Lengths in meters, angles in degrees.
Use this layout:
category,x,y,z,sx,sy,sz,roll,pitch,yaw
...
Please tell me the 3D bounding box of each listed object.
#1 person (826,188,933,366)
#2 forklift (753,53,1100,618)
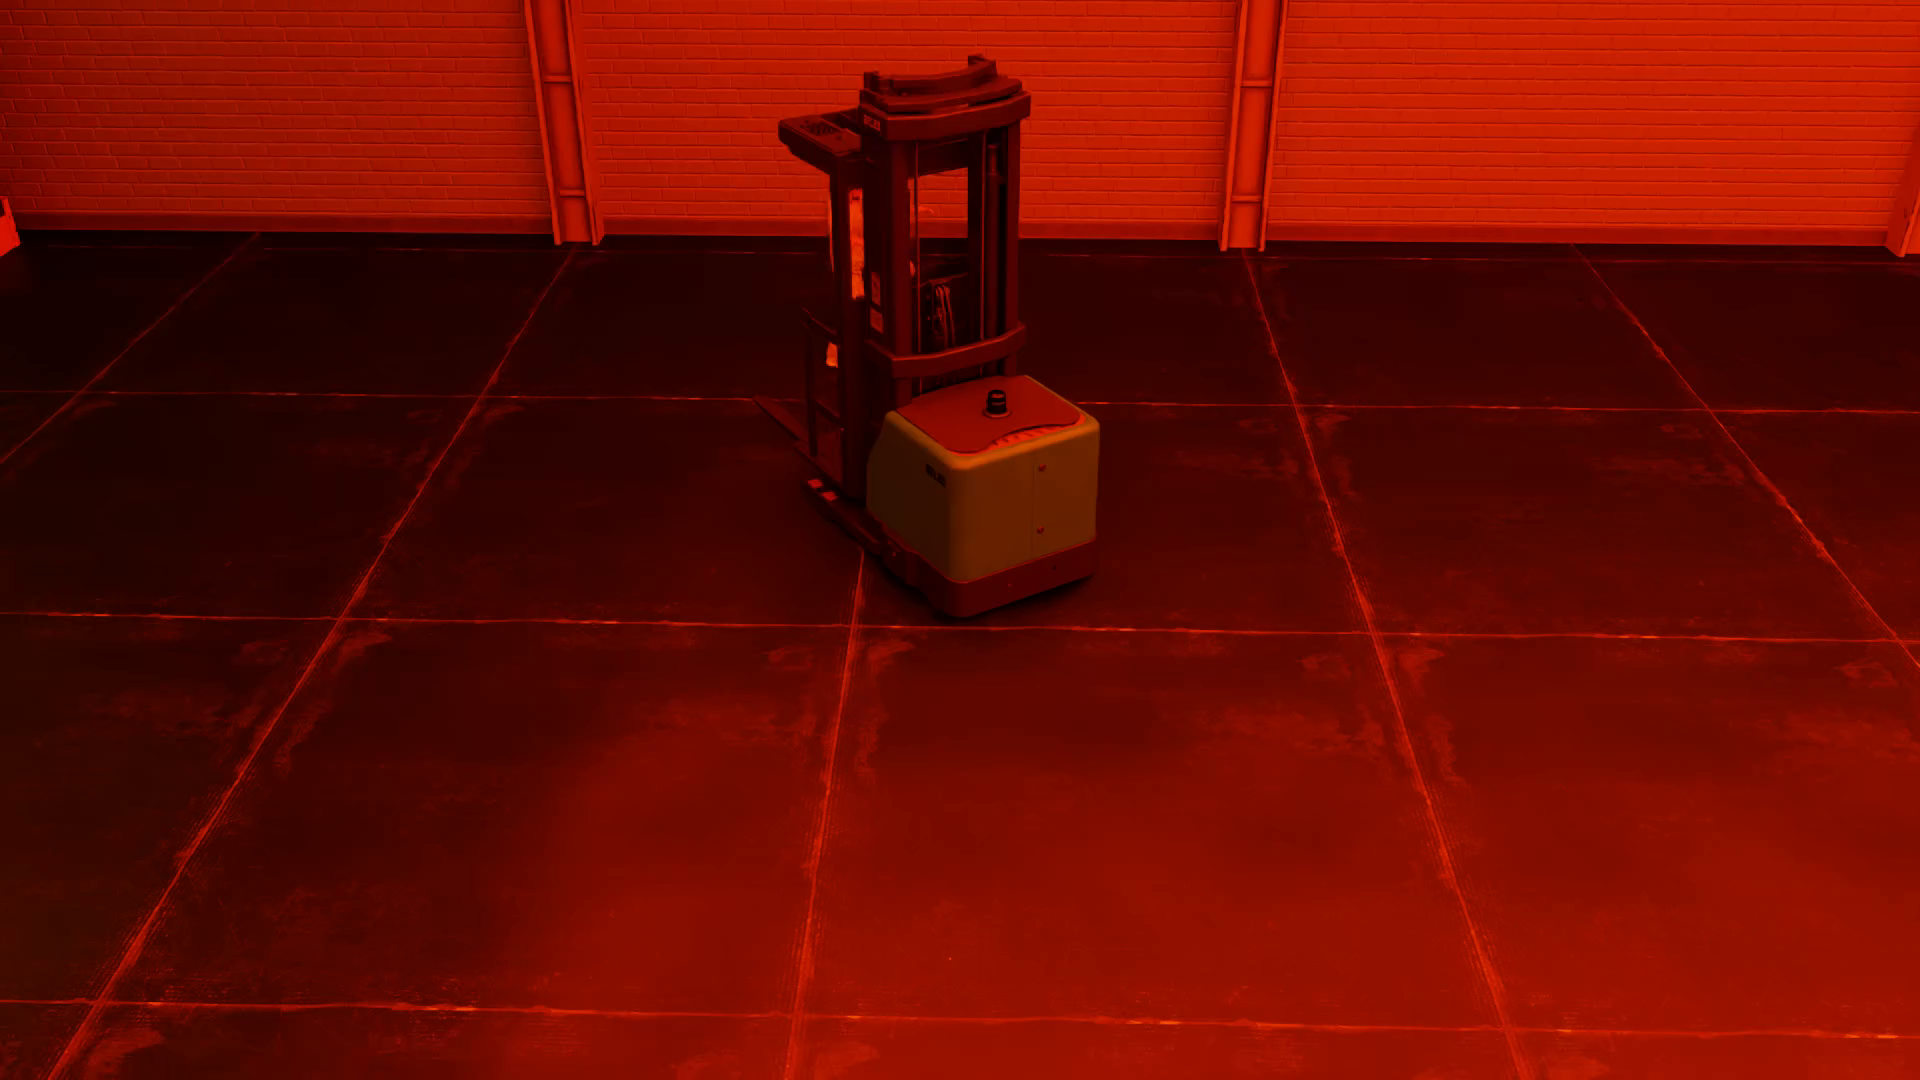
category,x,y,z,sx,sy,sz,roll,pitch,yaw
person,-0.684,-2.191,12.787,0.629,1.450,1.131,23,38,34
forklift,-0.384,-1.525,10.200,1.130,2.935,3.031,-18,35,-27
